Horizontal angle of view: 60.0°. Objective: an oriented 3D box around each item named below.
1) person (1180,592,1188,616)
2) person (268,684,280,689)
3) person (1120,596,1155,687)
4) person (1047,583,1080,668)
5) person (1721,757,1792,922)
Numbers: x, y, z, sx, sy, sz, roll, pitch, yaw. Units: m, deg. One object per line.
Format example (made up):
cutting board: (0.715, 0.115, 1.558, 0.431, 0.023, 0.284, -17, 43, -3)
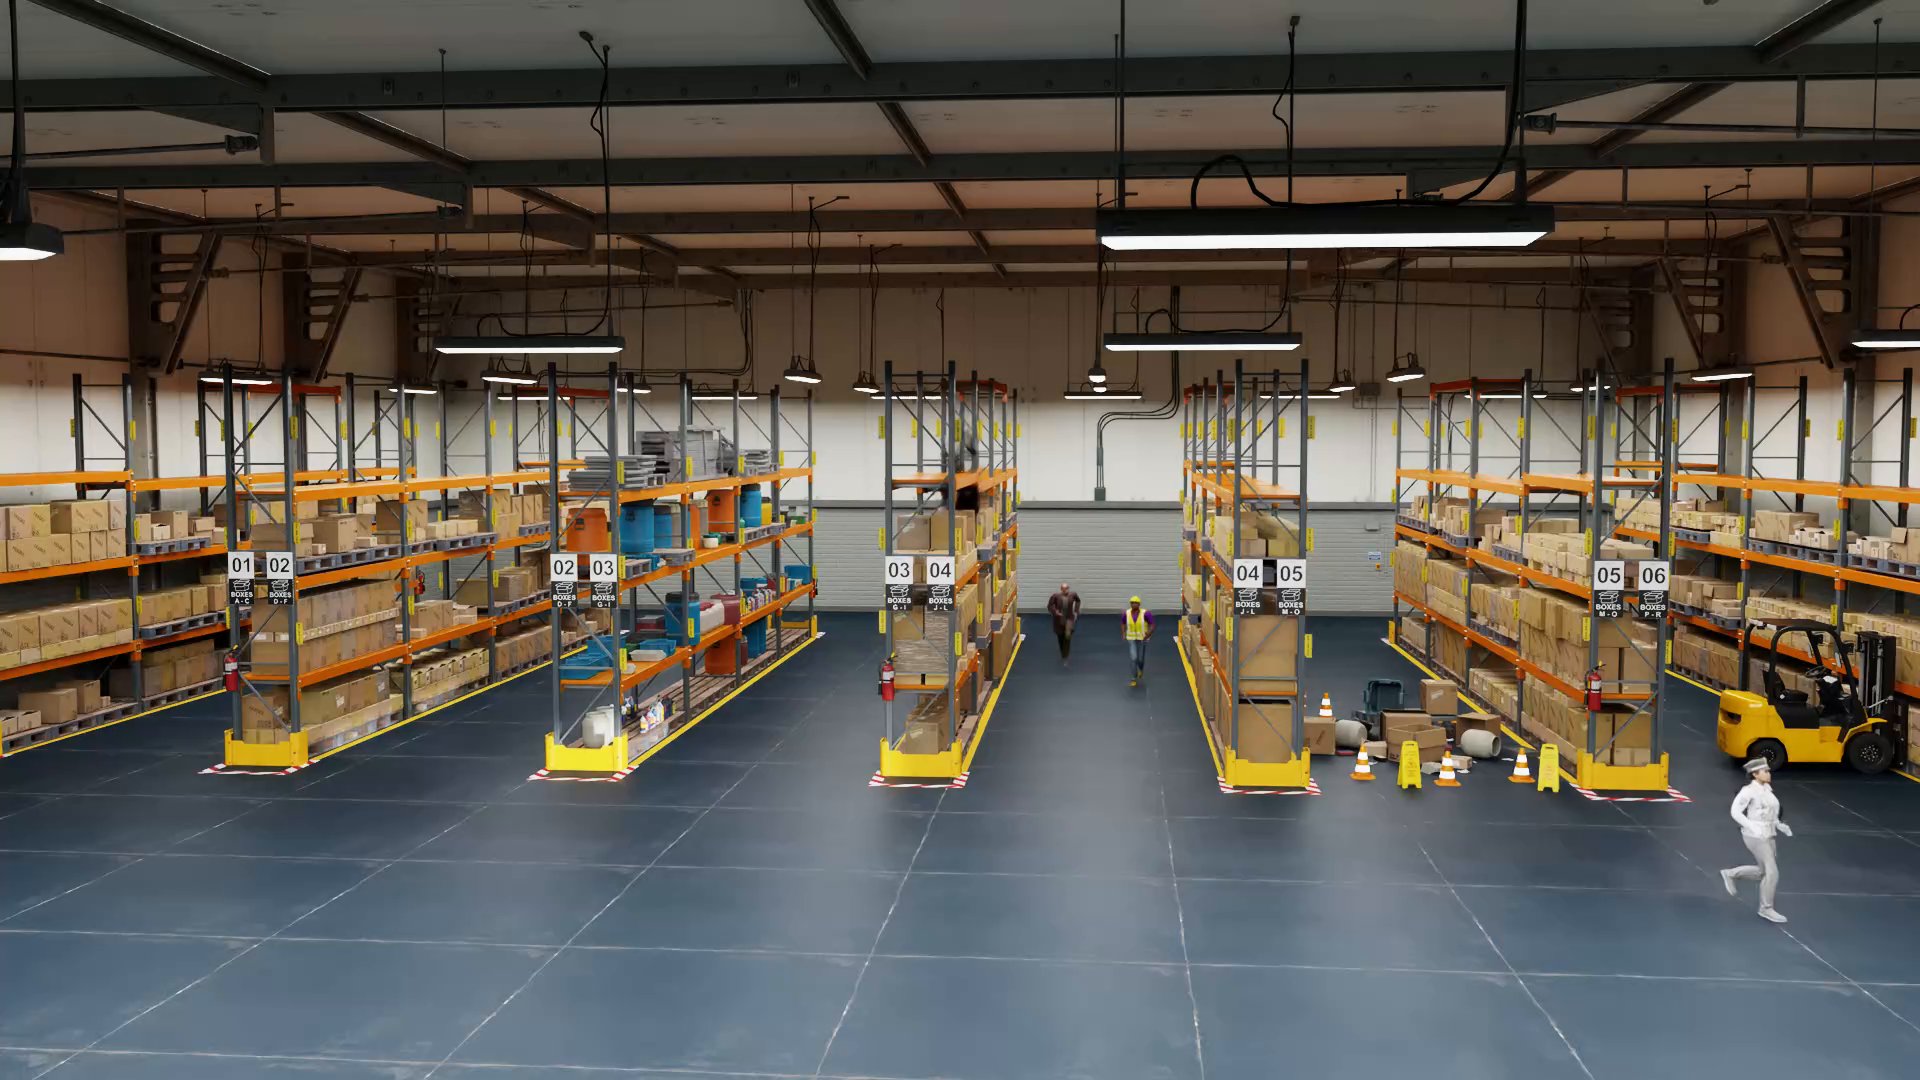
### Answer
person: (5.636, 1.496, 40.483, 0.525, 1.676, 0.737, 0, 4, -2)
person: (-12.206, 2.178, 29.872, 0.653, 1.721, 0.631, 0, 4, -5)
person: (3.494, 1.977, 32.722, 0.694, 1.770, 0.774, 1, 4, 11)
person: (2.225, 1.784, 35.676, 0.710, 1.784, 1.181, 0, 4, 5)
person: (8.199, 3.057, 17.137, 0.618, 1.677, 0.667, -3, 5, -41)
